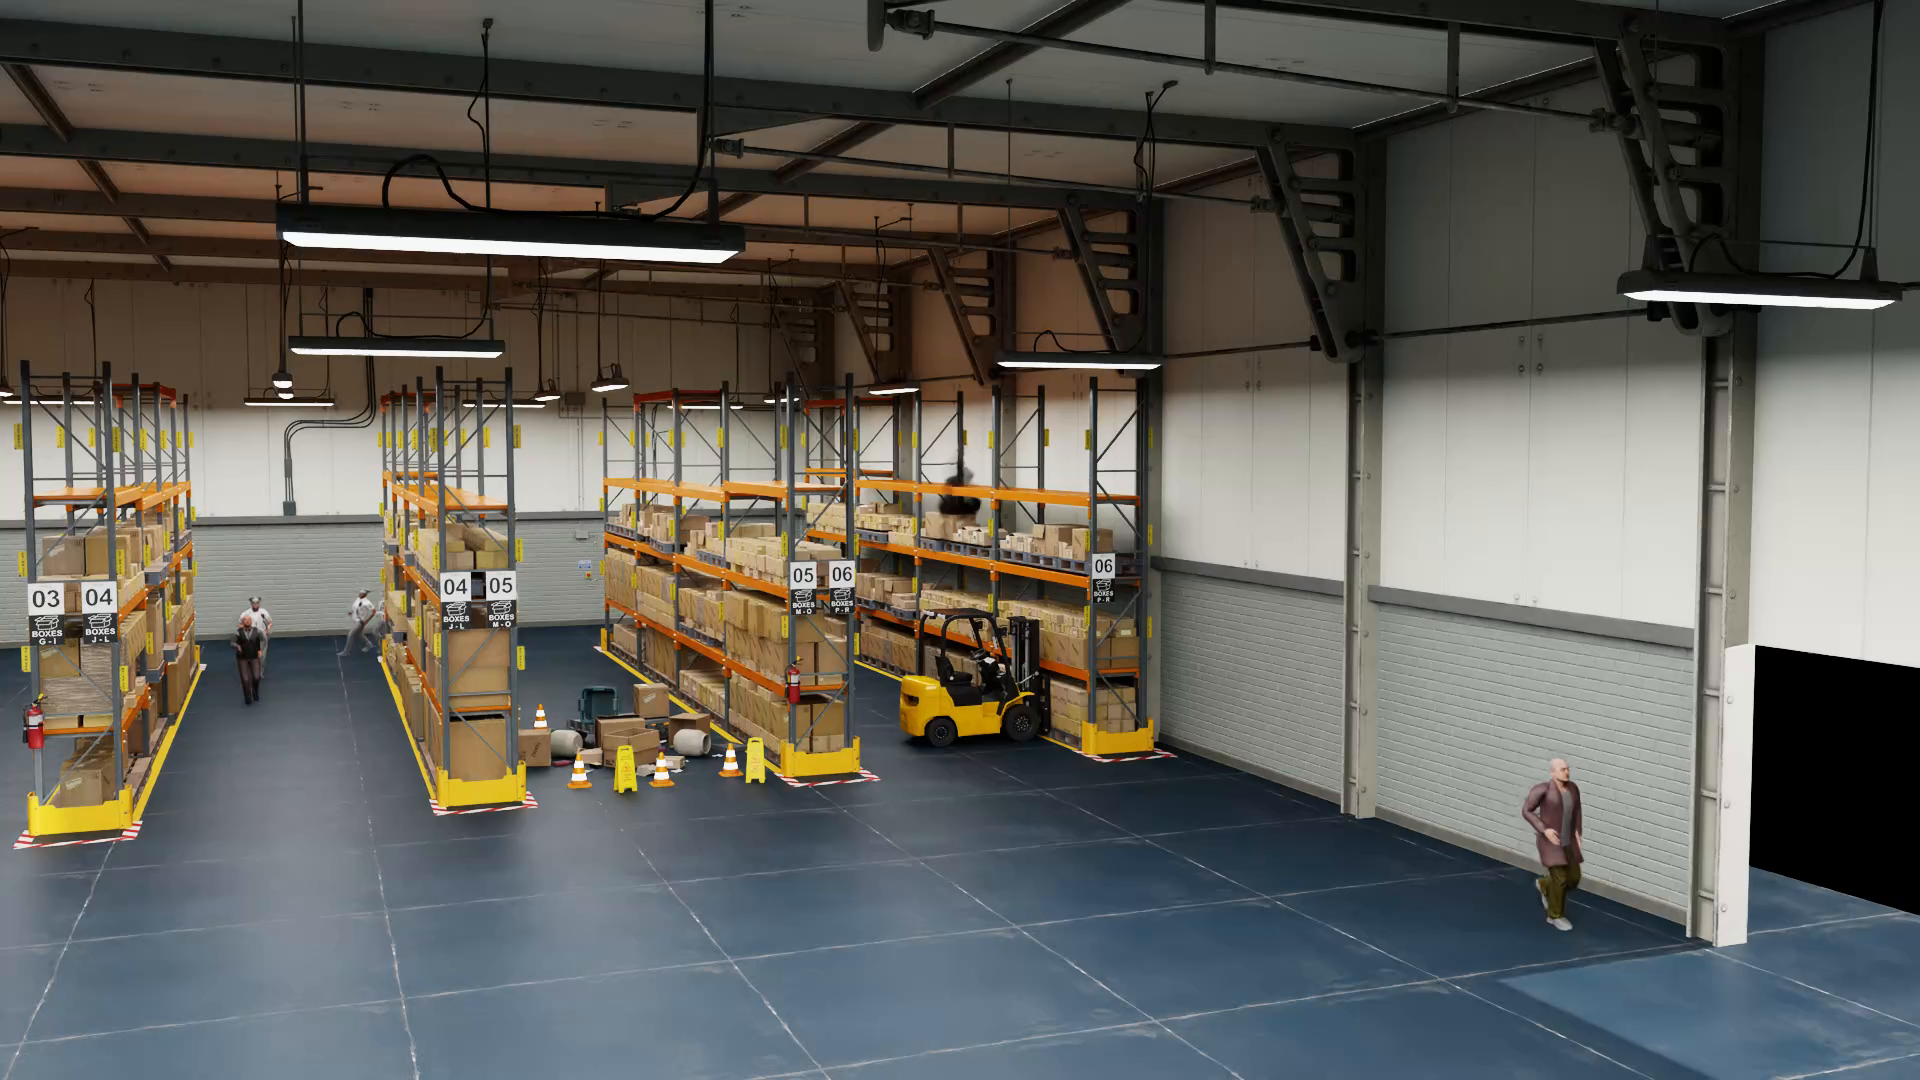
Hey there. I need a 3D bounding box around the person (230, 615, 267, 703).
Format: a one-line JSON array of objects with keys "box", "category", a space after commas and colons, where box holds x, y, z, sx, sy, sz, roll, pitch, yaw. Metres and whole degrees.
[{"box": [-13.439, 2.258, 31.442, 0.648, 1.677, 0.590, -2, 4, -25], "category": "person"}]

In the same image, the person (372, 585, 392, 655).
[{"box": [-13.314, 1.869, 38.612, 0.657, 1.659, 0.656, -3, 5, -41], "category": "person"}]

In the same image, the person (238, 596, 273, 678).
[{"box": [-14.819, 2.042, 35.016, 0.676, 1.740, 0.605, -2, 4, -29], "category": "person"}]

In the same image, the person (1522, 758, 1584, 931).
[{"box": [6.111, 3.102, 17.155, 0.722, 1.746, 0.659, -1, 4, -19], "category": "person"}]

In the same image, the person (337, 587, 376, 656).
[{"box": [-14.003, 1.874, 38.528, 0.865, 1.613, 0.777, -1, 4, -22], "category": "person"}]
